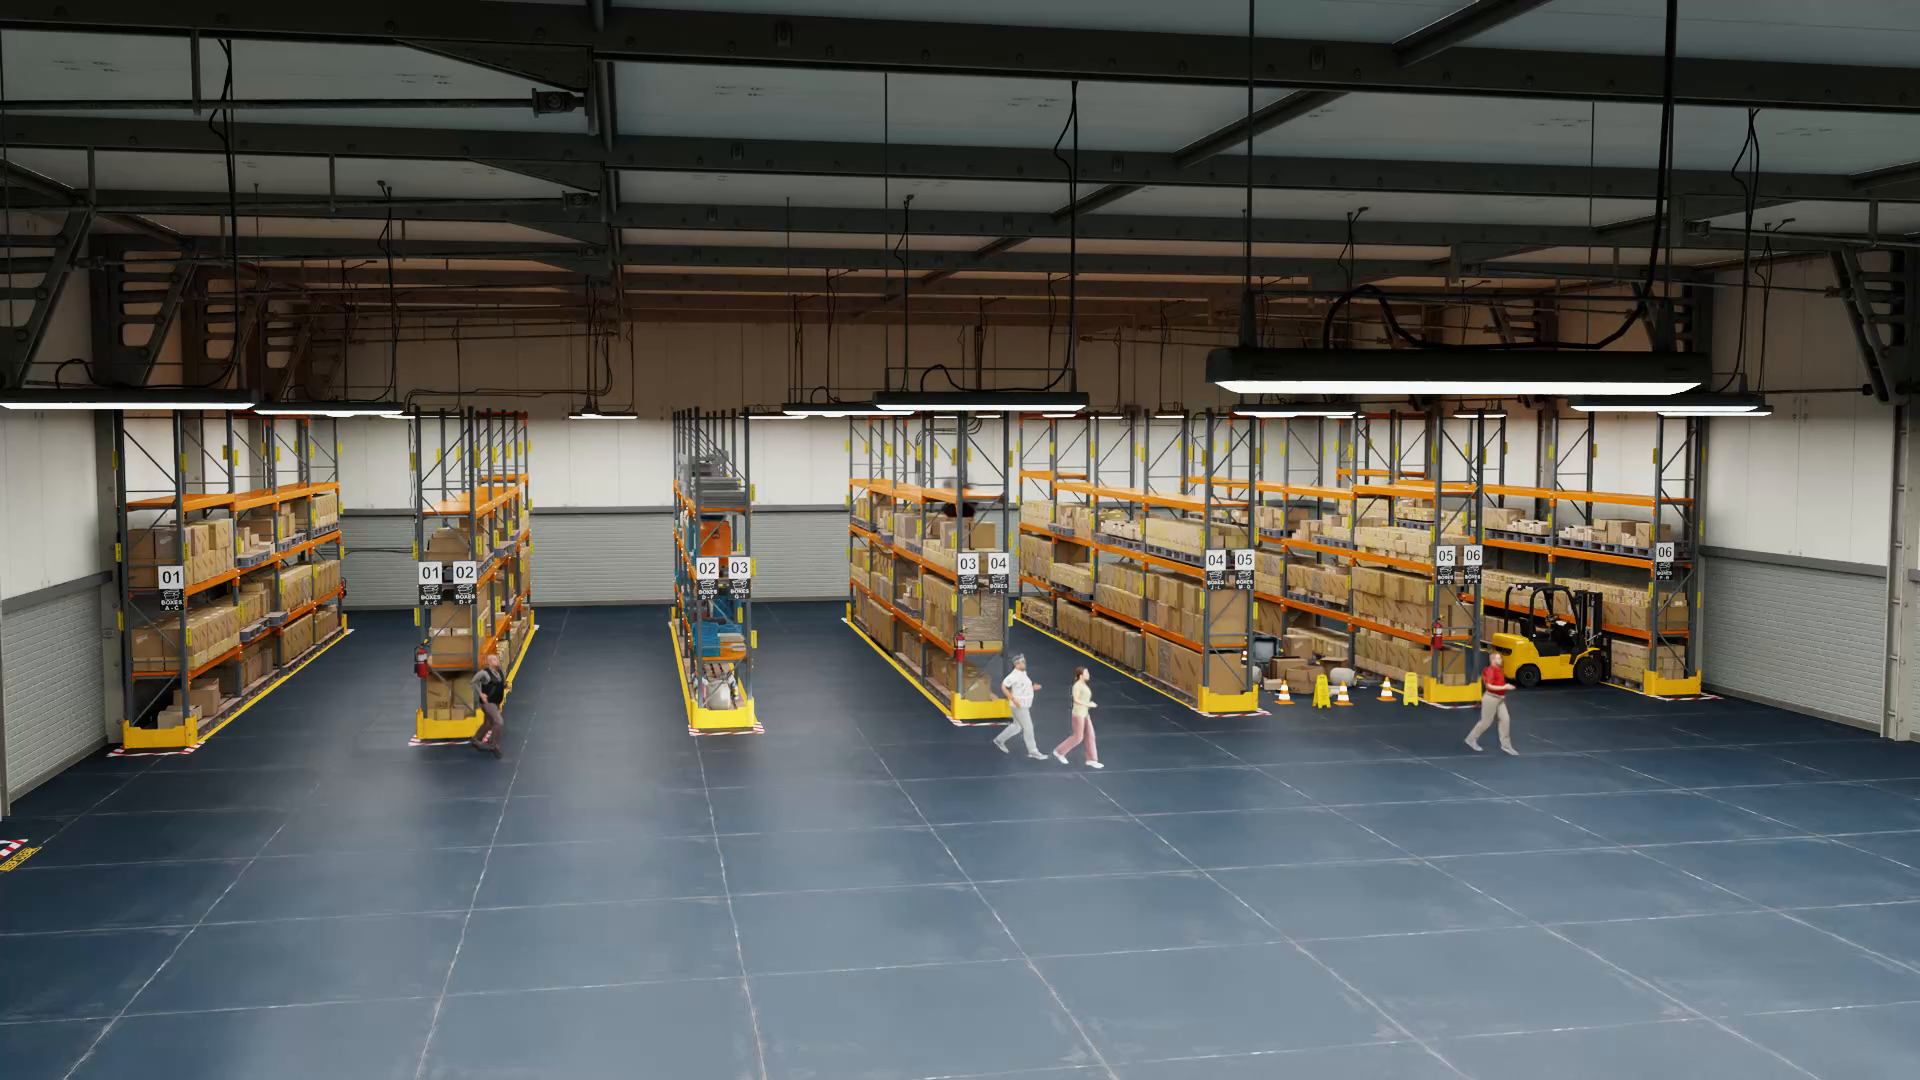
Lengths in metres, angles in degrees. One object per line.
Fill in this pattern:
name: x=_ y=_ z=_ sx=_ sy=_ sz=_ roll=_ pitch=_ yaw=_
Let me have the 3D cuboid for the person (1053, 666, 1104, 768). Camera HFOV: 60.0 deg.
person: x=1.970 y=2.928 z=27.561 sx=0.848 sy=1.688 sz=0.598 roll=1 pitch=4 yaw=17

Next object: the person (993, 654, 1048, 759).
person: x=1.028 y=2.809 z=28.236 sx=0.969 sy=1.761 sz=0.663 roll=1 pitch=4 yaw=15

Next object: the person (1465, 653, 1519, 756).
person: x=9.159 y=2.818 z=28.621 sx=0.877 sy=1.774 sz=0.652 roll=3 pitch=5 yaw=35

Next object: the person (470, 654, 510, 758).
person: x=-8.070 y=2.844 z=28.543 sx=0.732 sy=1.790 sz=0.668 roll=1 pitch=4 yaw=17
